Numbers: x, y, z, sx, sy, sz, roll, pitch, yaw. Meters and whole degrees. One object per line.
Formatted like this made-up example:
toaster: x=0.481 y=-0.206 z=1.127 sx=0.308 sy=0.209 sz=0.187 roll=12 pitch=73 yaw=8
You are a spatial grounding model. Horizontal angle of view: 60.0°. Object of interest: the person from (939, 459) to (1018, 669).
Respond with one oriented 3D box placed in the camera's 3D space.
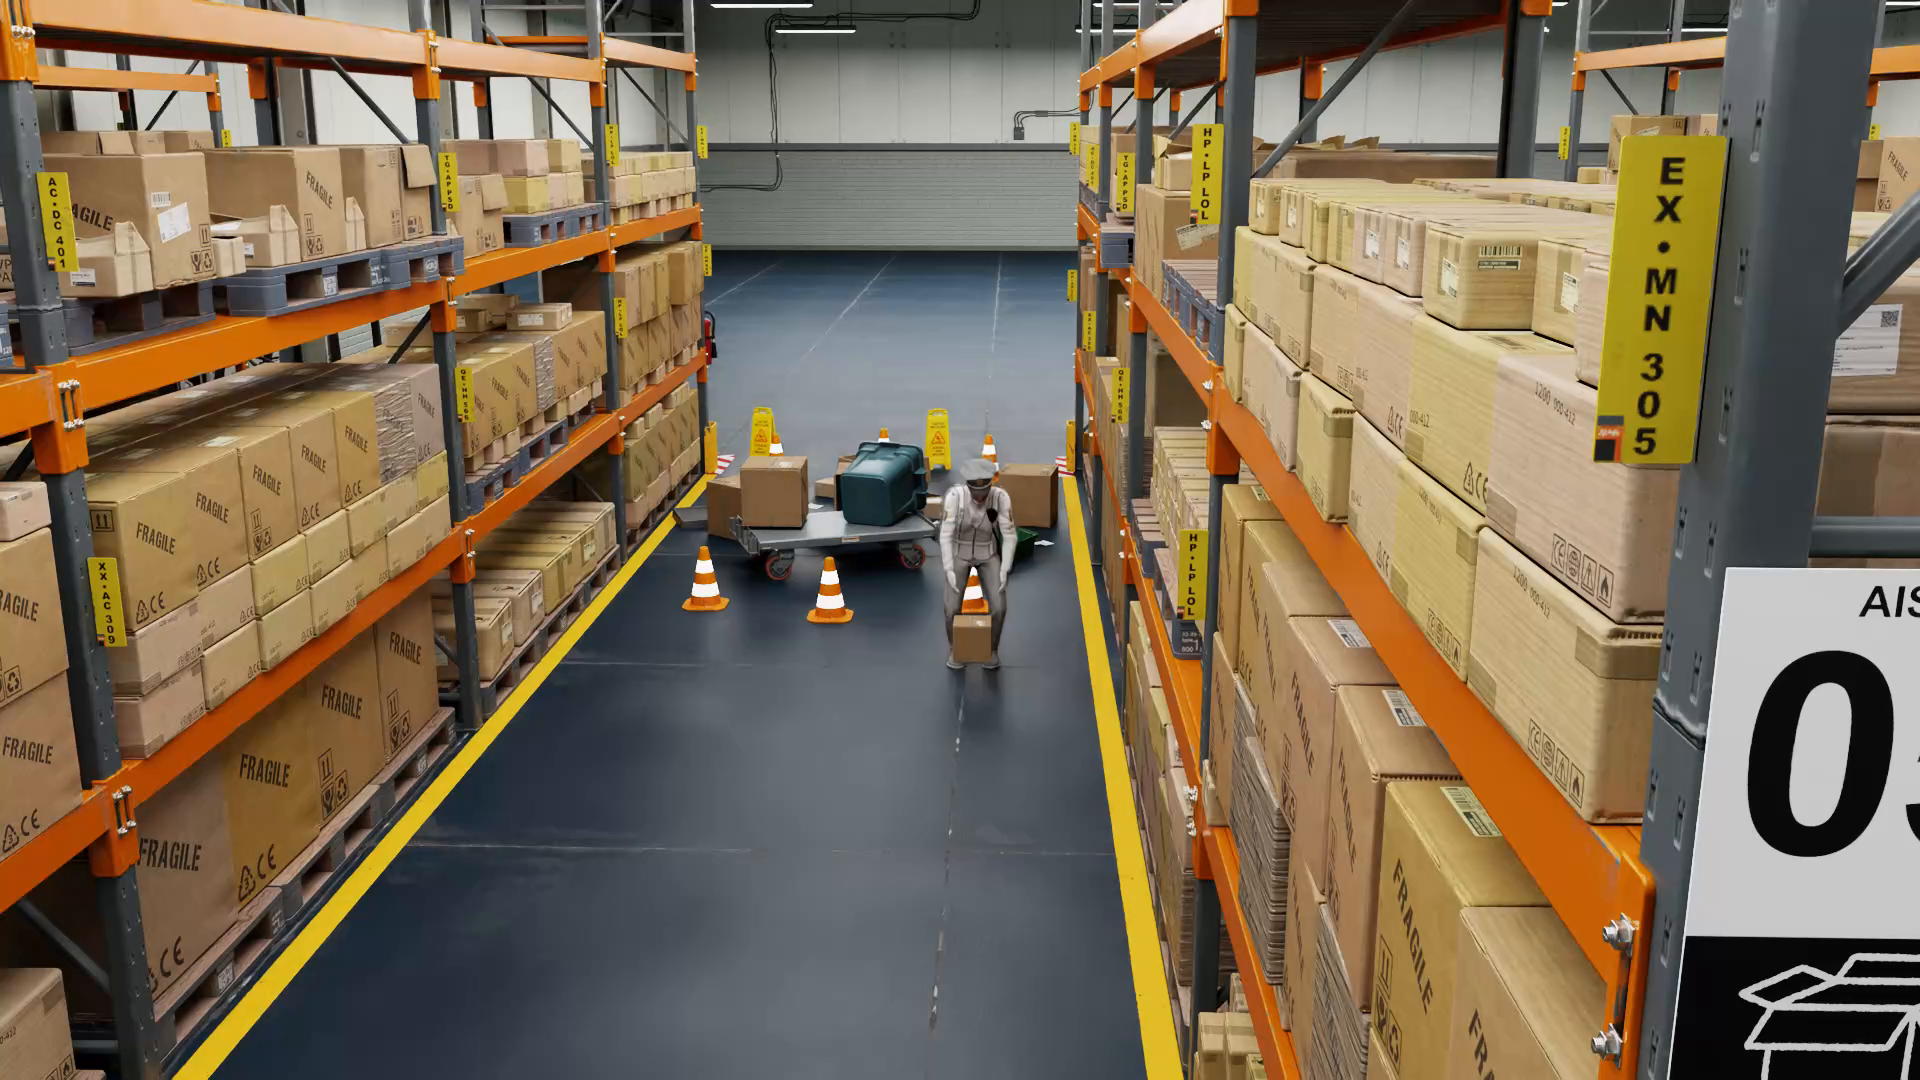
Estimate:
person: x=0.125 y=0.156 z=11.283 sx=0.532 sy=1.479 sz=0.633 roll=0 pitch=14 yaw=2
